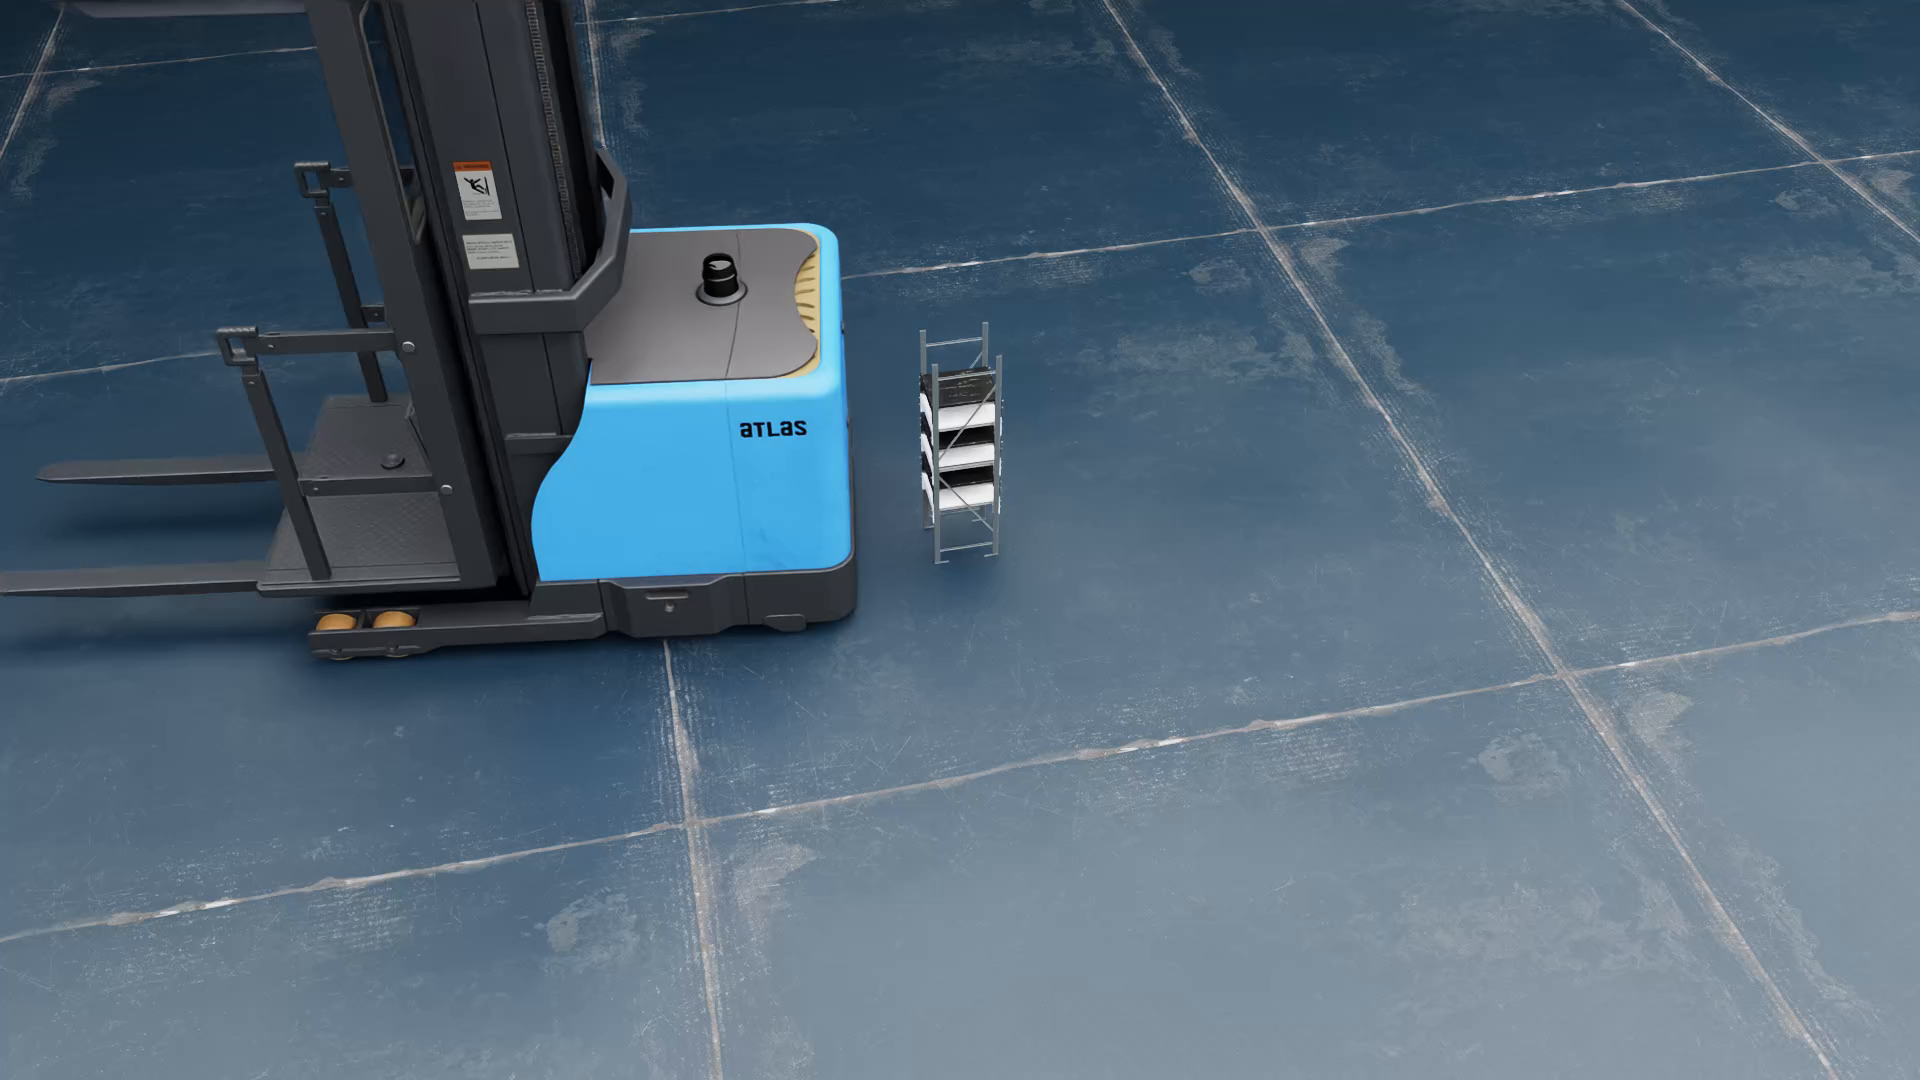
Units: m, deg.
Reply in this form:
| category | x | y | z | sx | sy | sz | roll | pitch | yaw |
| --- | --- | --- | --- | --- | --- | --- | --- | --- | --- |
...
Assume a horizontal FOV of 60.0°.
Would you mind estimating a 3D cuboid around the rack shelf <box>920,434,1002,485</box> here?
| category | x | y | z | sx | sy | sz | roll | pitch | yaw |
| --- | --- | --- | --- | --- | --- | --- | --- | --- | --- |
| rack shelf | 0.002 | -0.306 | 5.967 | 0.258 | 0.077 | 0.200 | -8 | 42 | -9 |

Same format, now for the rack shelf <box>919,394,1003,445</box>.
| category | x | y | z | sx | sy | sz | roll | pitch | yaw |
| --- | --- | --- | --- | --- | --- | --- | --- | --- | --- |
| rack shelf | 0.002 | -0.441 | 5.848 | 0.258 | 0.077 | 0.200 | -8 | 42 | -9 |

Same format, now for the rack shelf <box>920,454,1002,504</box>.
| category | x | y | z | sx | sy | sz | roll | pitch | yaw |
| --- | --- | --- | --- | --- | --- | --- | --- | --- | --- |
| rack shelf | 0.002 | -0.239 | 6.027 | 0.258 | 0.077 | 0.200 | -8 | 42 | -9 |

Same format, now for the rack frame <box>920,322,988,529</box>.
| category | x | y | z | sx | sy | sz | roll | pitch | yaw |
| --- | --- | --- | --- | --- | --- | --- | --- | --- | --- |
| rack frame | -0.020 | -0.397 | 6.020 | 0.240 | 0.900 | 0.006 | -8 | 42 | -9 |

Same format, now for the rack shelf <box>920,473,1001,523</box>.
| category | x | y | z | sx | sy | sz | roll | pitch | yaw |
| --- | --- | --- | --- | --- | --- | --- | --- | --- | --- |
| rack shelf | 0.002 | -0.172 | 6.087 | 0.258 | 0.077 | 0.200 | -8 | 42 | -9 |

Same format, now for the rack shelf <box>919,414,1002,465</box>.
| category | x | y | z | sx | sy | sz | roll | pitch | yaw |
| --- | --- | --- | --- | --- | --- | --- | --- | --- | --- |
| rack shelf | 0.002 | -0.374 | 5.908 | 0.258 | 0.077 | 0.200 | -8 | 42 | -9 |

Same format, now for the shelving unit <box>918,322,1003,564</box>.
| category | x | y | z | sx | sy | sz | roll | pitch | yaw |
| --- | --- | --- | --- | --- | --- | --- | --- | --- | --- |
| shelving unit | 0.002 | -0.331 | 5.945 | 0.258 | 0.900 | 0.210 | -8 | 42 | -9 |

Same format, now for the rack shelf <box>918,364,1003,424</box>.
| category | x | y | z | sx | sy | sz | roll | pitch | yaw |
| --- | --- | --- | --- | --- | --- | --- | --- | --- | --- |
| rack shelf | 0.002 | -0.508 | 5.788 | 0.258 | 0.077 | 0.200 | -8 | 42 | -9 |

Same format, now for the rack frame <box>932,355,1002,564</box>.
| category | x | y | z | sx | sy | sz | roll | pitch | yaw |
| --- | --- | --- | --- | --- | --- | --- | --- | --- | --- |
| rack frame | 0.024 | -0.265 | 5.871 | 0.240 | 0.900 | 0.006 | -8 | 42 | -9 |

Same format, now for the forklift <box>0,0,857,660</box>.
| category | x | y | z | sx | sy | sz | roll | pitch | yaw |
| --- | --- | --- | --- | --- | --- | --- | --- | --- | --- |
| forklift | -1.904 | -1.043 | 5.217 | 3.031 | 2.935 | 1.130 | -3 | 42 | -3 |
